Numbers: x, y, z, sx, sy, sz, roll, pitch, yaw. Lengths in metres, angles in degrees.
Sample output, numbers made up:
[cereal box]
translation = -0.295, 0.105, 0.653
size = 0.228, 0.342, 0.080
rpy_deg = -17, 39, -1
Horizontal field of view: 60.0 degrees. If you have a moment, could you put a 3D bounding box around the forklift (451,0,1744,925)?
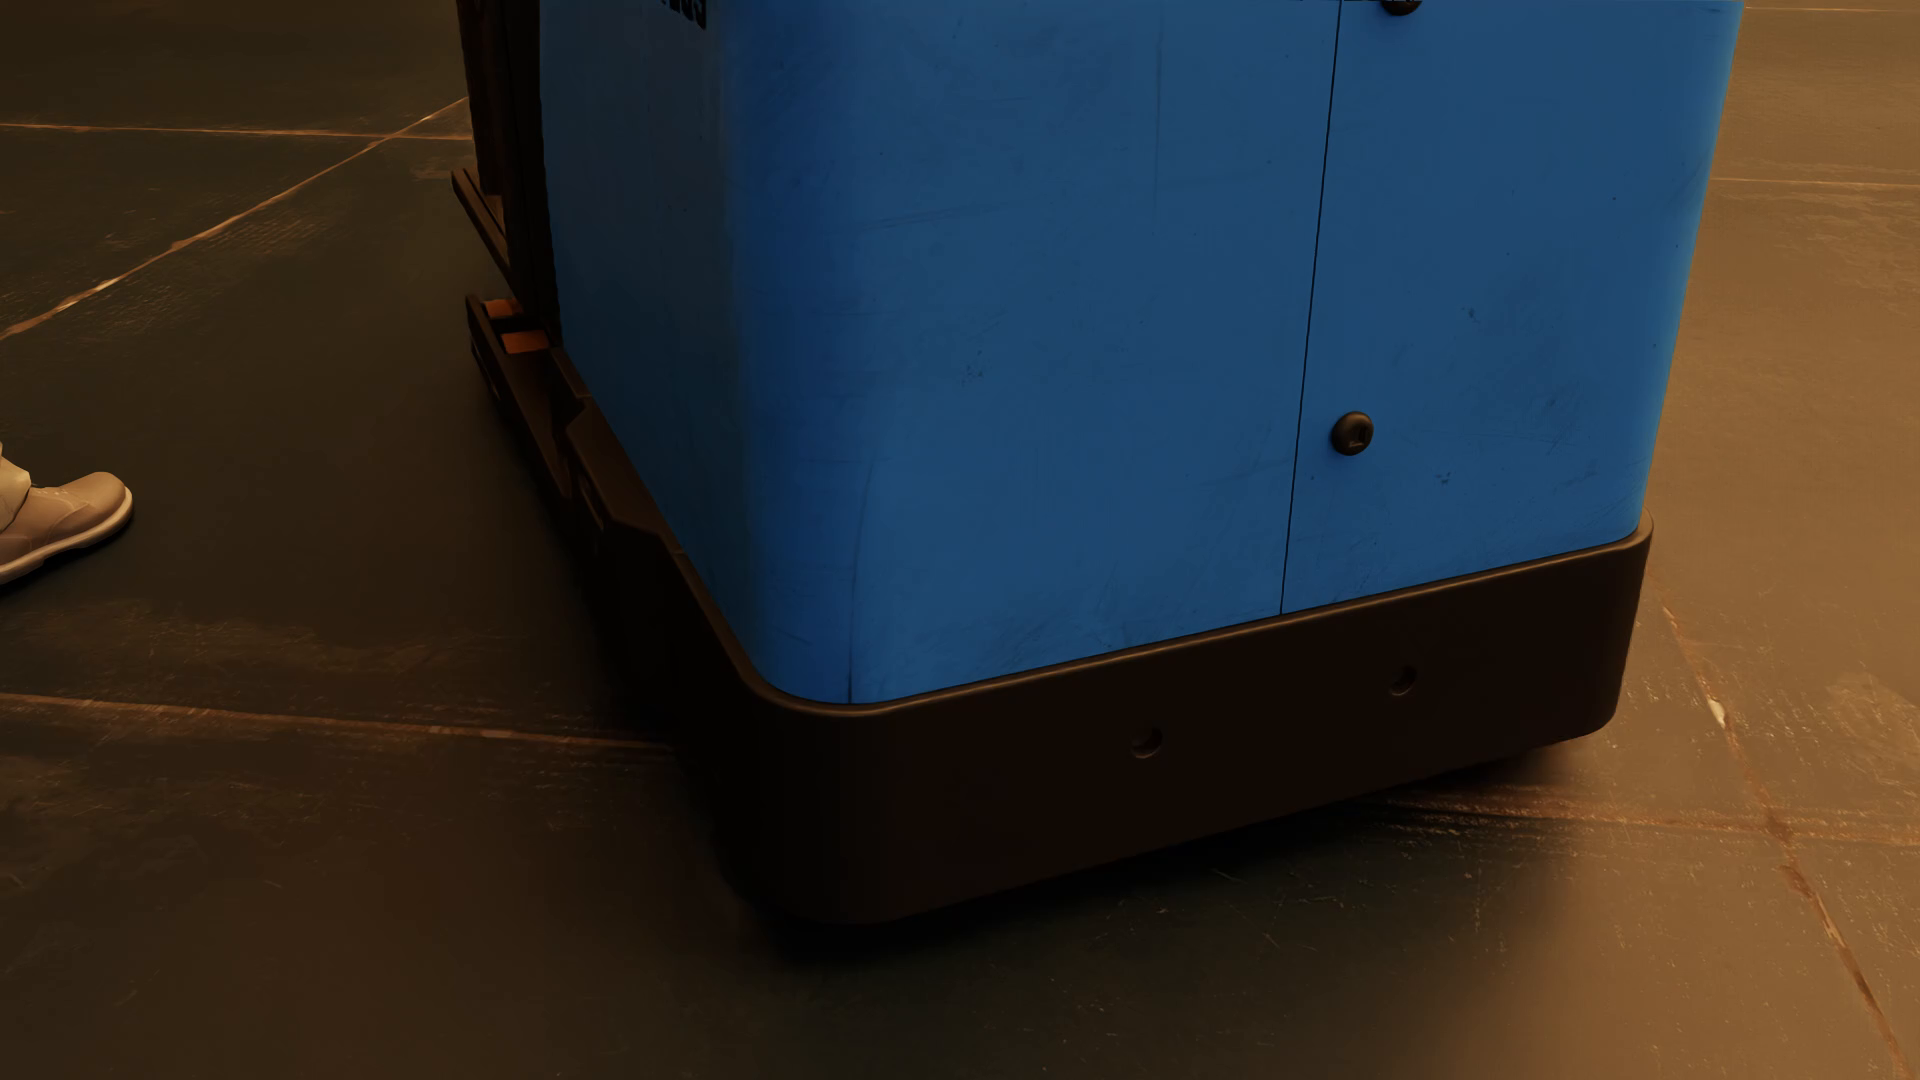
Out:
[forklift]
translation = -0.260, -1.576, 2.376
size = 1.130, 2.935, 3.031
rpy_deg = -11, 28, -20

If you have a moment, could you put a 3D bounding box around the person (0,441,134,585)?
[person]
translation = -1.597, -0.738, 1.966
size = 0.640, 1.781, 0.575
rpy_deg = 2, 27, 4
